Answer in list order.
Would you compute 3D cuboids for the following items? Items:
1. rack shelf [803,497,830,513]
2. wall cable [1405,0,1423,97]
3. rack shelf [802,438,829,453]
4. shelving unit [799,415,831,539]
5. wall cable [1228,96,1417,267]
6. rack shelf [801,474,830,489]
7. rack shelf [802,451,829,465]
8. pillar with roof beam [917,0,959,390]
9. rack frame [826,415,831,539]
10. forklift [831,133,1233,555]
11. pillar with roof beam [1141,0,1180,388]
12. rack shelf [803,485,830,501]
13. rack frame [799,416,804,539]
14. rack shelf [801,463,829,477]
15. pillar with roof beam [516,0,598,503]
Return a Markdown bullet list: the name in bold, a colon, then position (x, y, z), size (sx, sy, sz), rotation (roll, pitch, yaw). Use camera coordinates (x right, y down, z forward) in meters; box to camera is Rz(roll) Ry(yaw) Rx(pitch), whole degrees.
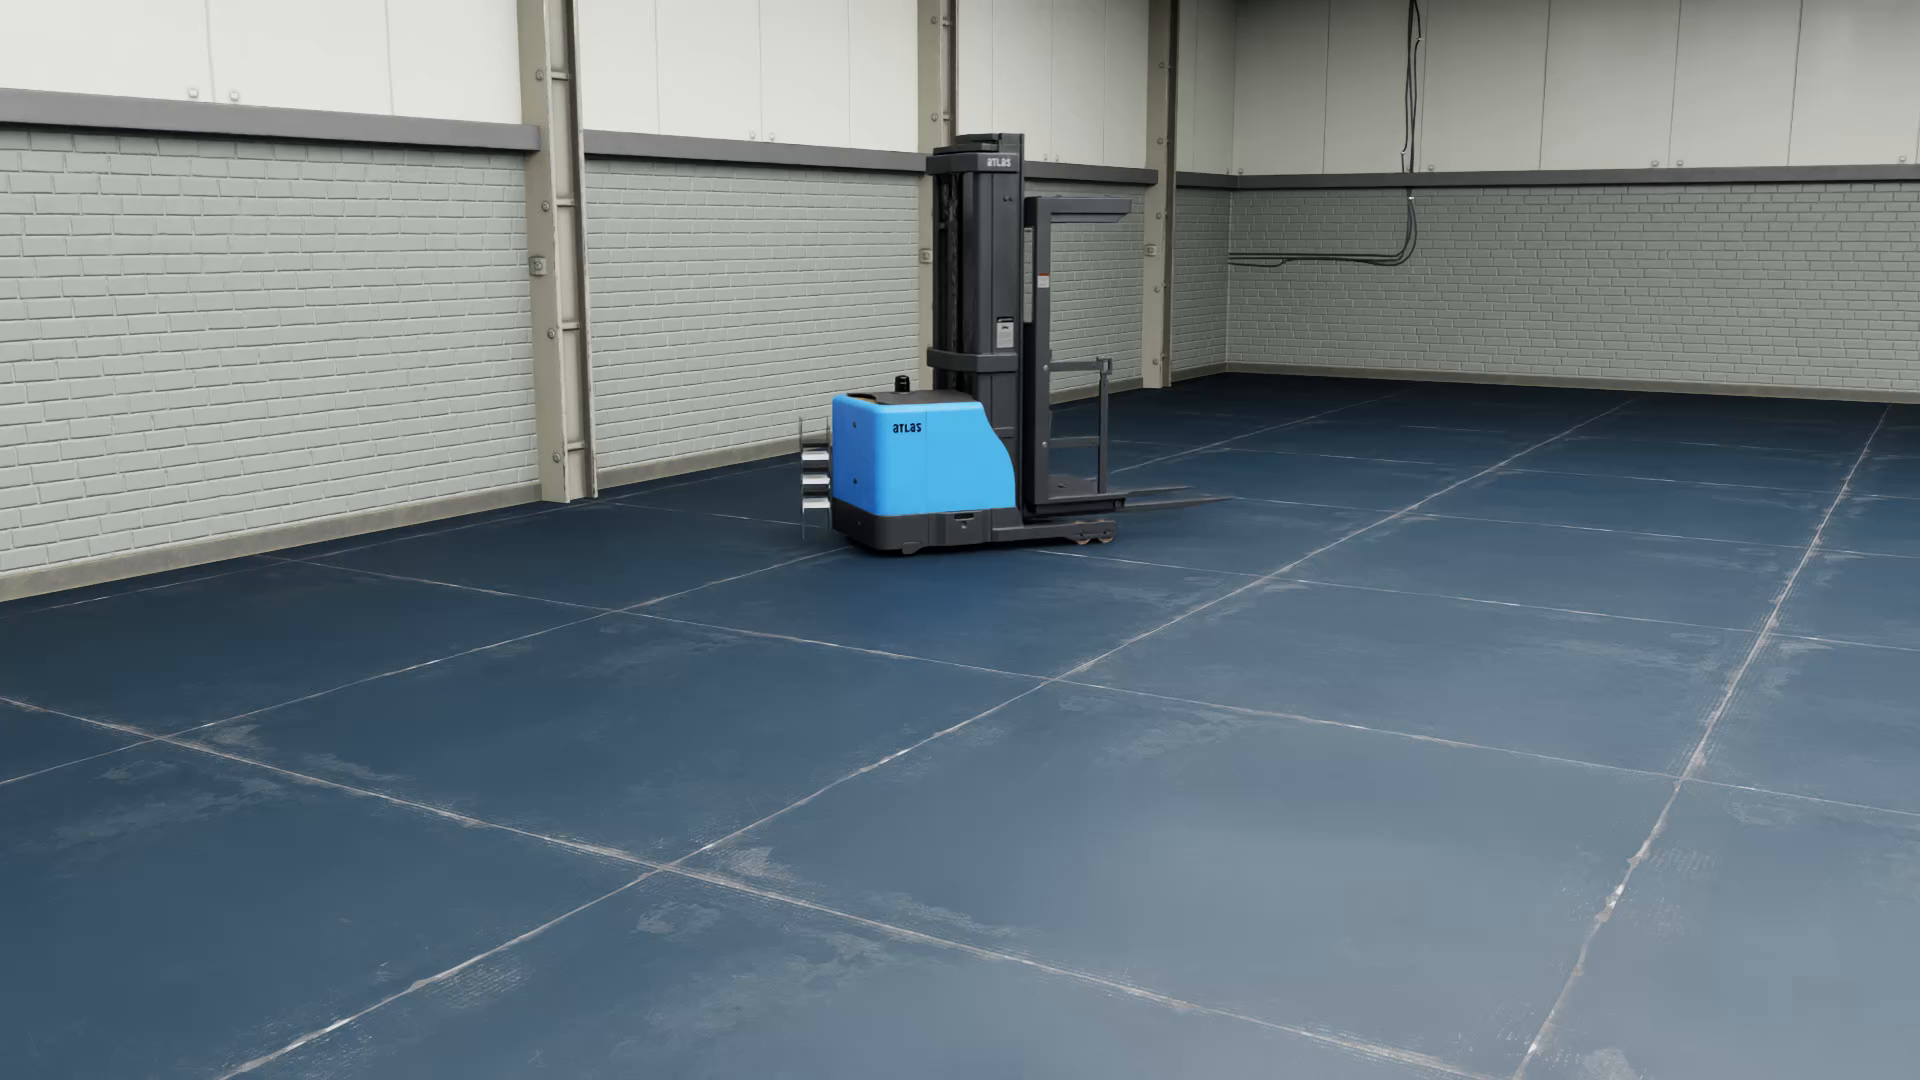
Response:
- **rack shelf**: position (-1.084, -0.261, 12.478), size (0.200, 0.077, 0.258), rotation (-1, 11, -8)
- **wall cable**: position (7.844, -7.703, 23.775), size (3.097, 2.526, 0.112), rotation (6, 12, 31)
- **rack shelf**: position (-1.084, -0.704, 12.395), size (0.200, 0.077, 0.258), rotation (-1, 11, -8)
- **shelving unit**: position (-1.084, -0.471, 12.439), size (0.210, 0.900, 0.258), rotation (-1, 11, -8)
- **wall cable**: position (5.532, -5.479, 25.620), size (3.097, 2.526, 0.112), rotation (6, 12, 31)
- **rack shelf**: position (-1.084, -0.438, 12.445), size (0.200, 0.077, 0.258), rotation (-1, 11, -8)
- **rack shelf**: position (-1.084, -0.615, 12.412), size (0.200, 0.077, 0.258), rotation (-1, 11, -8)
- **pillar with roof beam**: position (3.436, -5.314, 16.297), size (9.100, 9.000, 0.400), rotation (6, 12, 31)
- **rack frame**: position (-0.983, -0.473, 12.452), size (0.006, 0.900, 0.240), rotation (-1, 11, -8)
- **forklift**: position (0.604, -1.494, 12.385), size (3.031, 2.935, 1.130), rotation (-5, 12, -23)
- **pillar with roof beam**: position (6.552, -6.257, 21.338), size (9.100, 9.000, 0.400), rotation (6, 12, 31)
- **rack shelf**: position (-1.084, -0.350, 12.461), size (0.200, 0.077, 0.258), rotation (-1, 11, -8)
- **rack frame**: position (-1.185, -0.468, 12.425), size (0.006, 0.900, 0.240), rotation (-1, 11, -8)
- **rack shelf**: position (-1.084, -0.527, 12.428), size (0.200, 0.077, 0.258), rotation (-1, 11, -8)
- **pillar with roof beam**: position (0.321, -4.370, 11.257), size (9.100, 9.000, 0.400), rotation (6, 12, 31)
